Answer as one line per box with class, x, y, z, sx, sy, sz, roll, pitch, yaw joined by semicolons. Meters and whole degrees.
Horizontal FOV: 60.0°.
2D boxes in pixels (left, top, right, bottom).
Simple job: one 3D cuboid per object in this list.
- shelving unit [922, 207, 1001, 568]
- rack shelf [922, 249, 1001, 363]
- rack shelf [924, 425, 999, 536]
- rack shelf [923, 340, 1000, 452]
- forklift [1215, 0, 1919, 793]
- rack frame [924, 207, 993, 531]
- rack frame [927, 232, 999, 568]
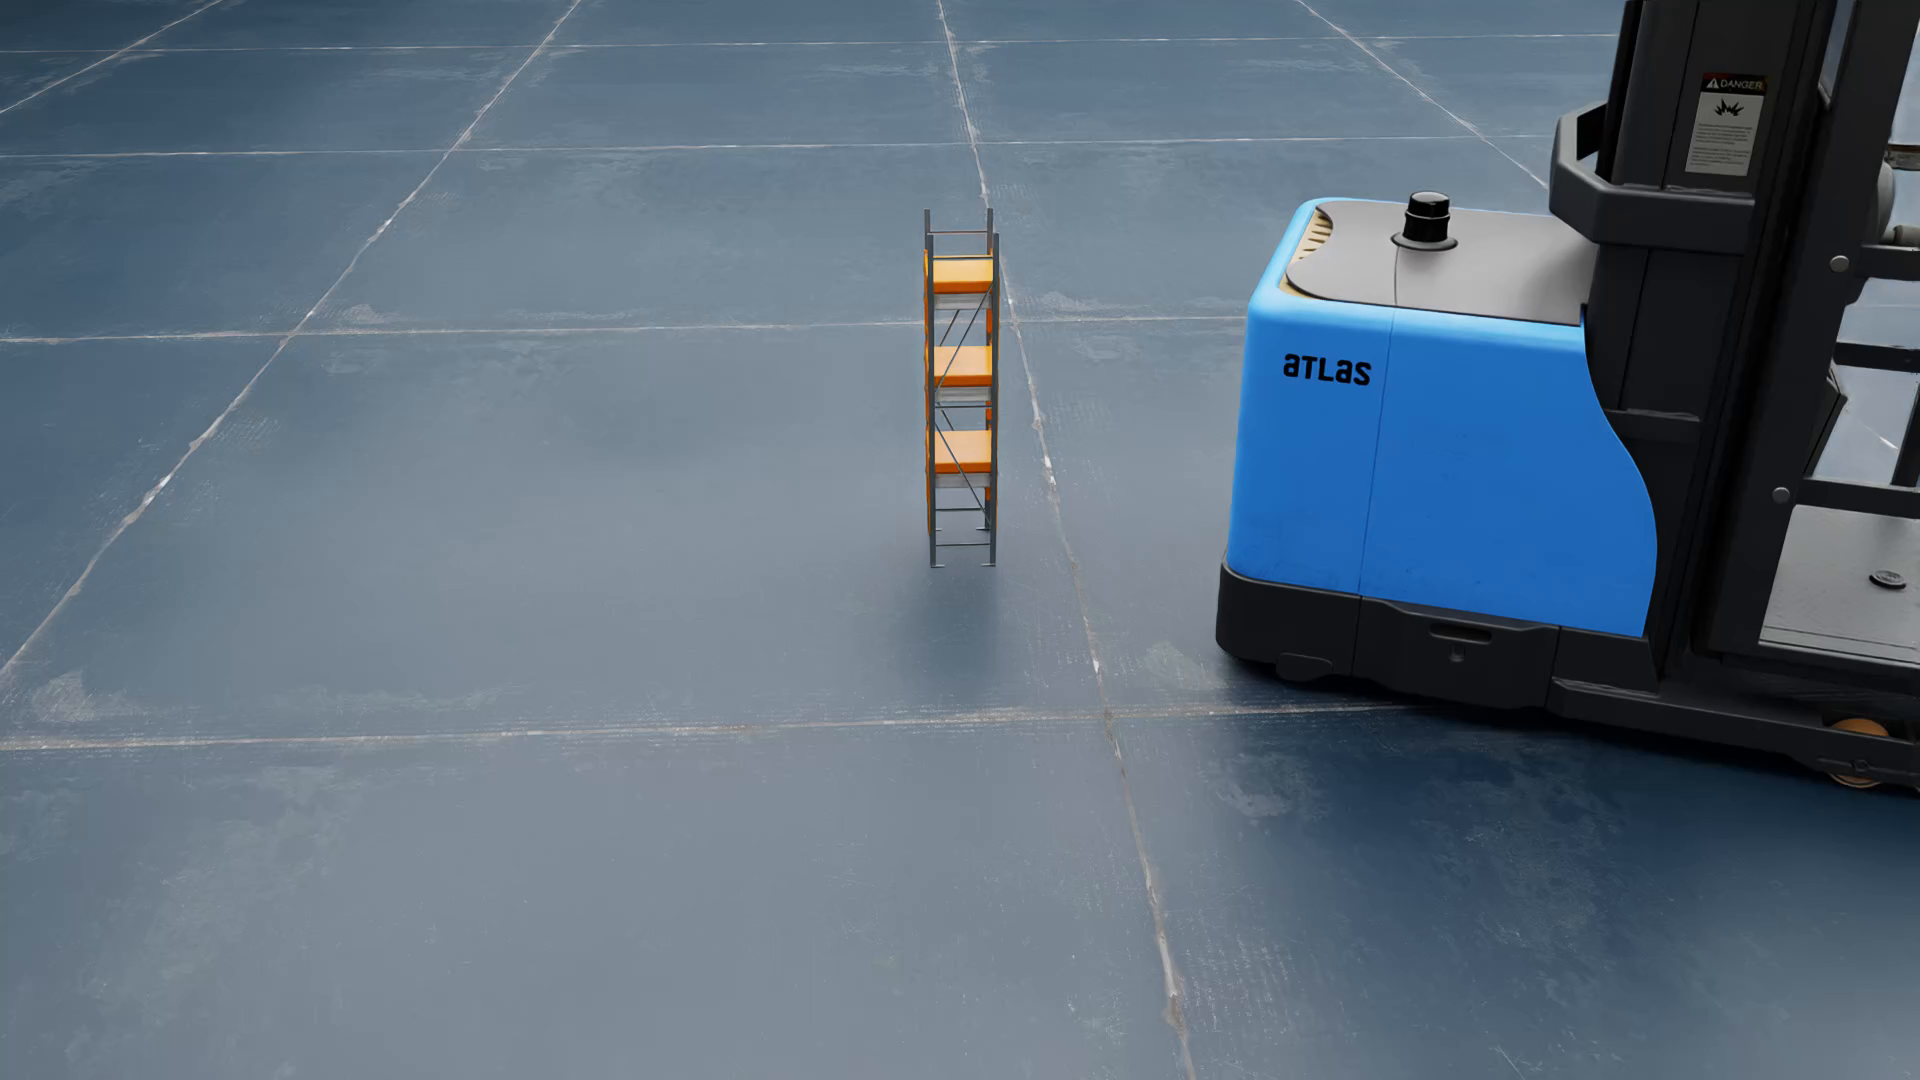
shelving unit;0.003;-0.441;4.960;0.215;1.050;0.252;-1;28;-3
rack shelf;0.003;-0.683;4.834;0.215;0.259;0.240;-1;28;-3
rack shelf;0.003;-0.185;5.093;0.215;0.259;0.240;-1;28;-3
rack shelf;0.003;-0.431;4.965;0.215;0.259;0.240;-1;28;-3
forklift;2.276;-0.940;3.883;3.031;2.935;1.130;9;29;16
rack frame;-0.004;-0.497;5.068;0.200;1.050;0.008;-1;28;-3
rack frame;0.009;-0.384;4.852;0.200;1.050;0.008;-1;28;-3
